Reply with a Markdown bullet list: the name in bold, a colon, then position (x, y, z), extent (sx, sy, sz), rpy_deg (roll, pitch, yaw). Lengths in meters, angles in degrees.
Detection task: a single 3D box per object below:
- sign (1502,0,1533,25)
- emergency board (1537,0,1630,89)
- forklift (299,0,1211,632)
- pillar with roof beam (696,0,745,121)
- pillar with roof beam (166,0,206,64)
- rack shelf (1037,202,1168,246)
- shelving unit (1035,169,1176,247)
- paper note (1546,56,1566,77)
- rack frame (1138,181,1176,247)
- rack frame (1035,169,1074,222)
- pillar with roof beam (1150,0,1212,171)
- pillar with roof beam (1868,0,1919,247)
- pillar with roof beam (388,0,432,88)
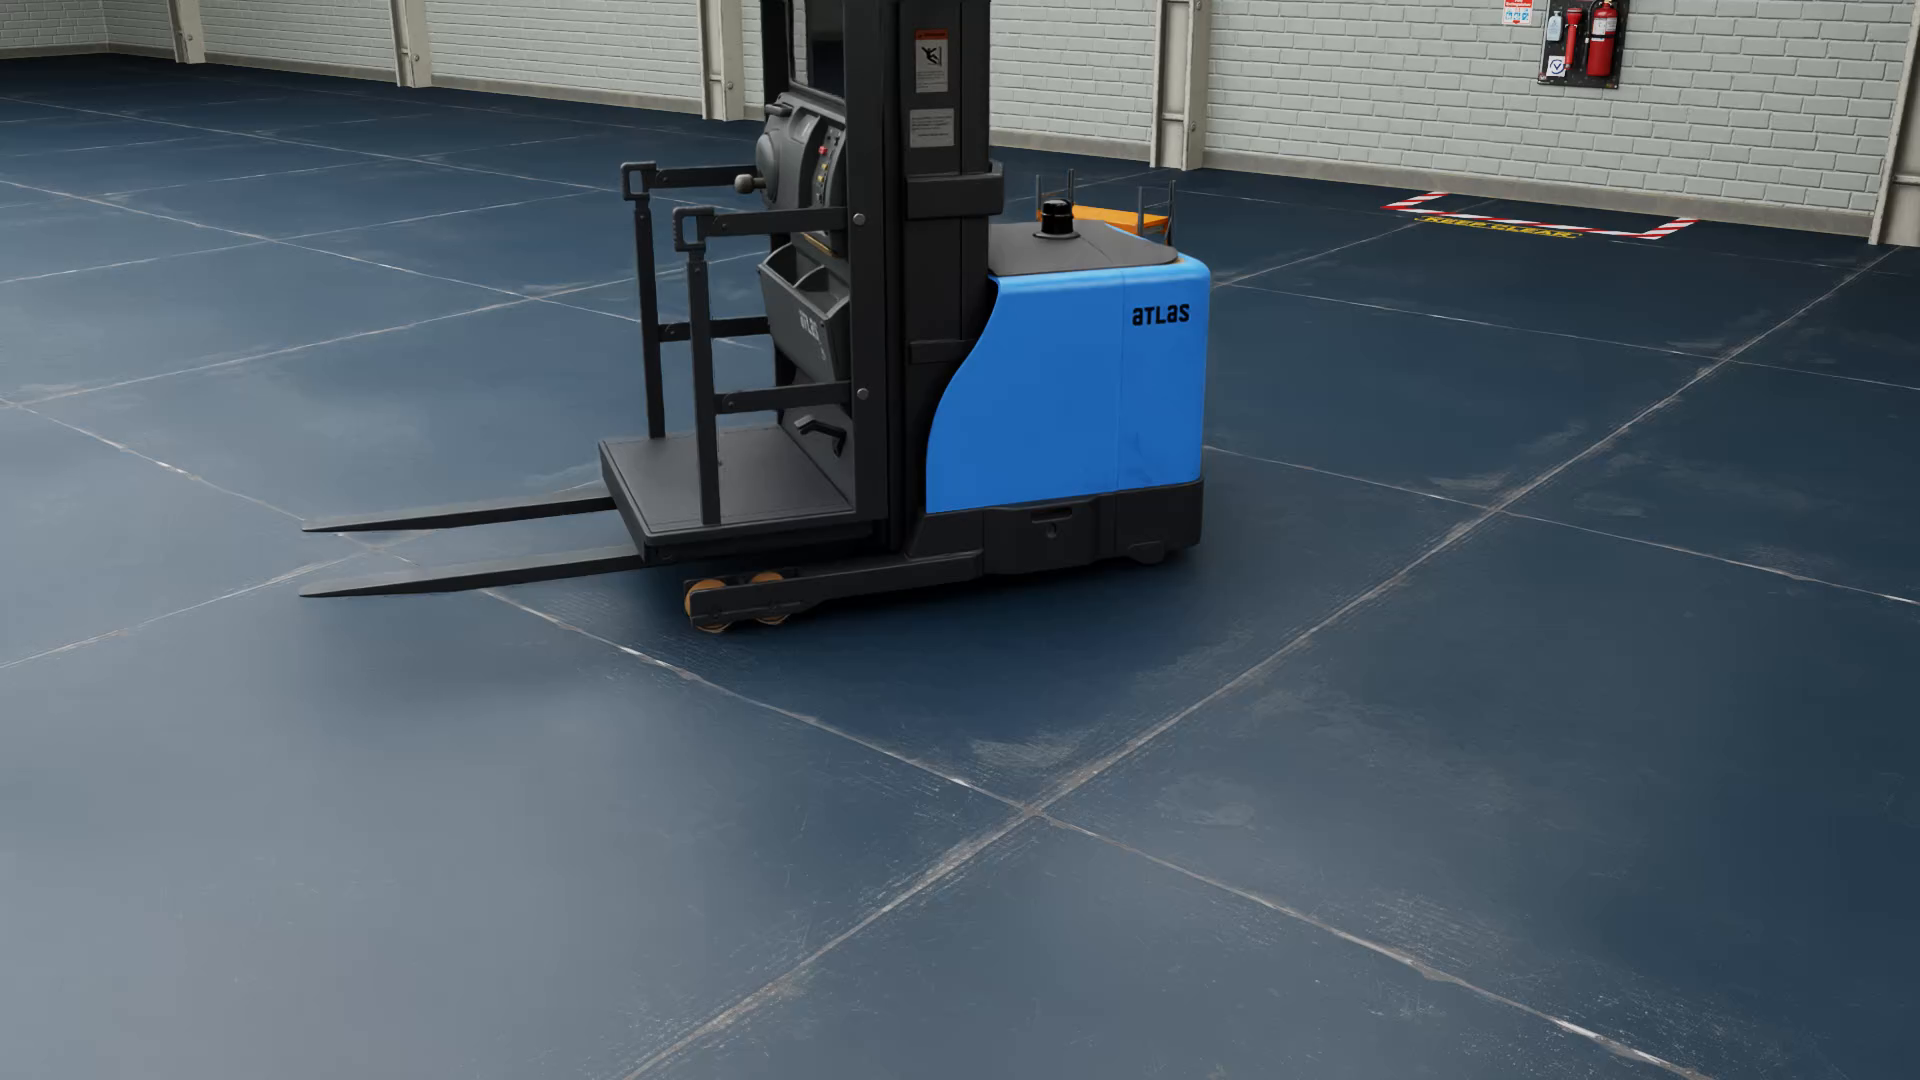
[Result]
- **sign**: position (4.381, -4.214, 13.041), extent (0.234, 0.329, 0.001), rpy_deg (16, 26, 36)
- **emergency board**: position (4.744, -4.046, 12.646), extent (0.643, 1.169, 0.194), rpy_deg (16, 26, 36)
- **forklift**: position (-0.707, -1.283, 5.417), extent (3.031, 2.935, 1.130), rpy_deg (-7, 22, -18)
- **pillar with roof beam**: position (-5.385, -7.792, 14.076), extent (0.400, 9.000, 9.100), rpy_deg (16, 26, 36)
- **pillar with roof beam**: position (-14.681, -10.469, 21.176), extent (0.400, 9.000, 9.100), rpy_deg (16, 26, 36)
- **rack shelf**: position (0.571, -1.229, 6.613), extent (0.480, 0.148, 0.258), rpy_deg (16, 26, 36)
- **shelving unit**: position (0.571, -0.861, 6.752), extent (0.503, 1.200, 0.258), rpy_deg (16, 26, 36)
- **paper note**: position (4.650, -3.692, 12.956), extent (0.142, 0.148, 0.016), rpy_deg (16, 26, 36)
- **rack frame**: position (0.760, -0.807, 6.608), extent (0.015, 1.200, 0.240), rpy_deg (16, 26, 36)
- **rack frame**: position (0.382, -0.916, 6.897), extent (0.015, 1.200, 0.240), rpy_deg (16, 26, 36)
- **pillar with roof beam**: position (-0.736, -6.453, 10.527), extent (0.400, 9.000, 9.100), rpy_deg (16, 26, 36)
- **pillar with roof beam**: position (3.912, -5.114, 6.977), extent (0.400, 9.000, 9.100), rpy_deg (16, 26, 36)
- **pillar with roof beam**: position (-10.033, -9.130, 17.626), extent (0.400, 9.000, 9.100), rpy_deg (16, 26, 36)
